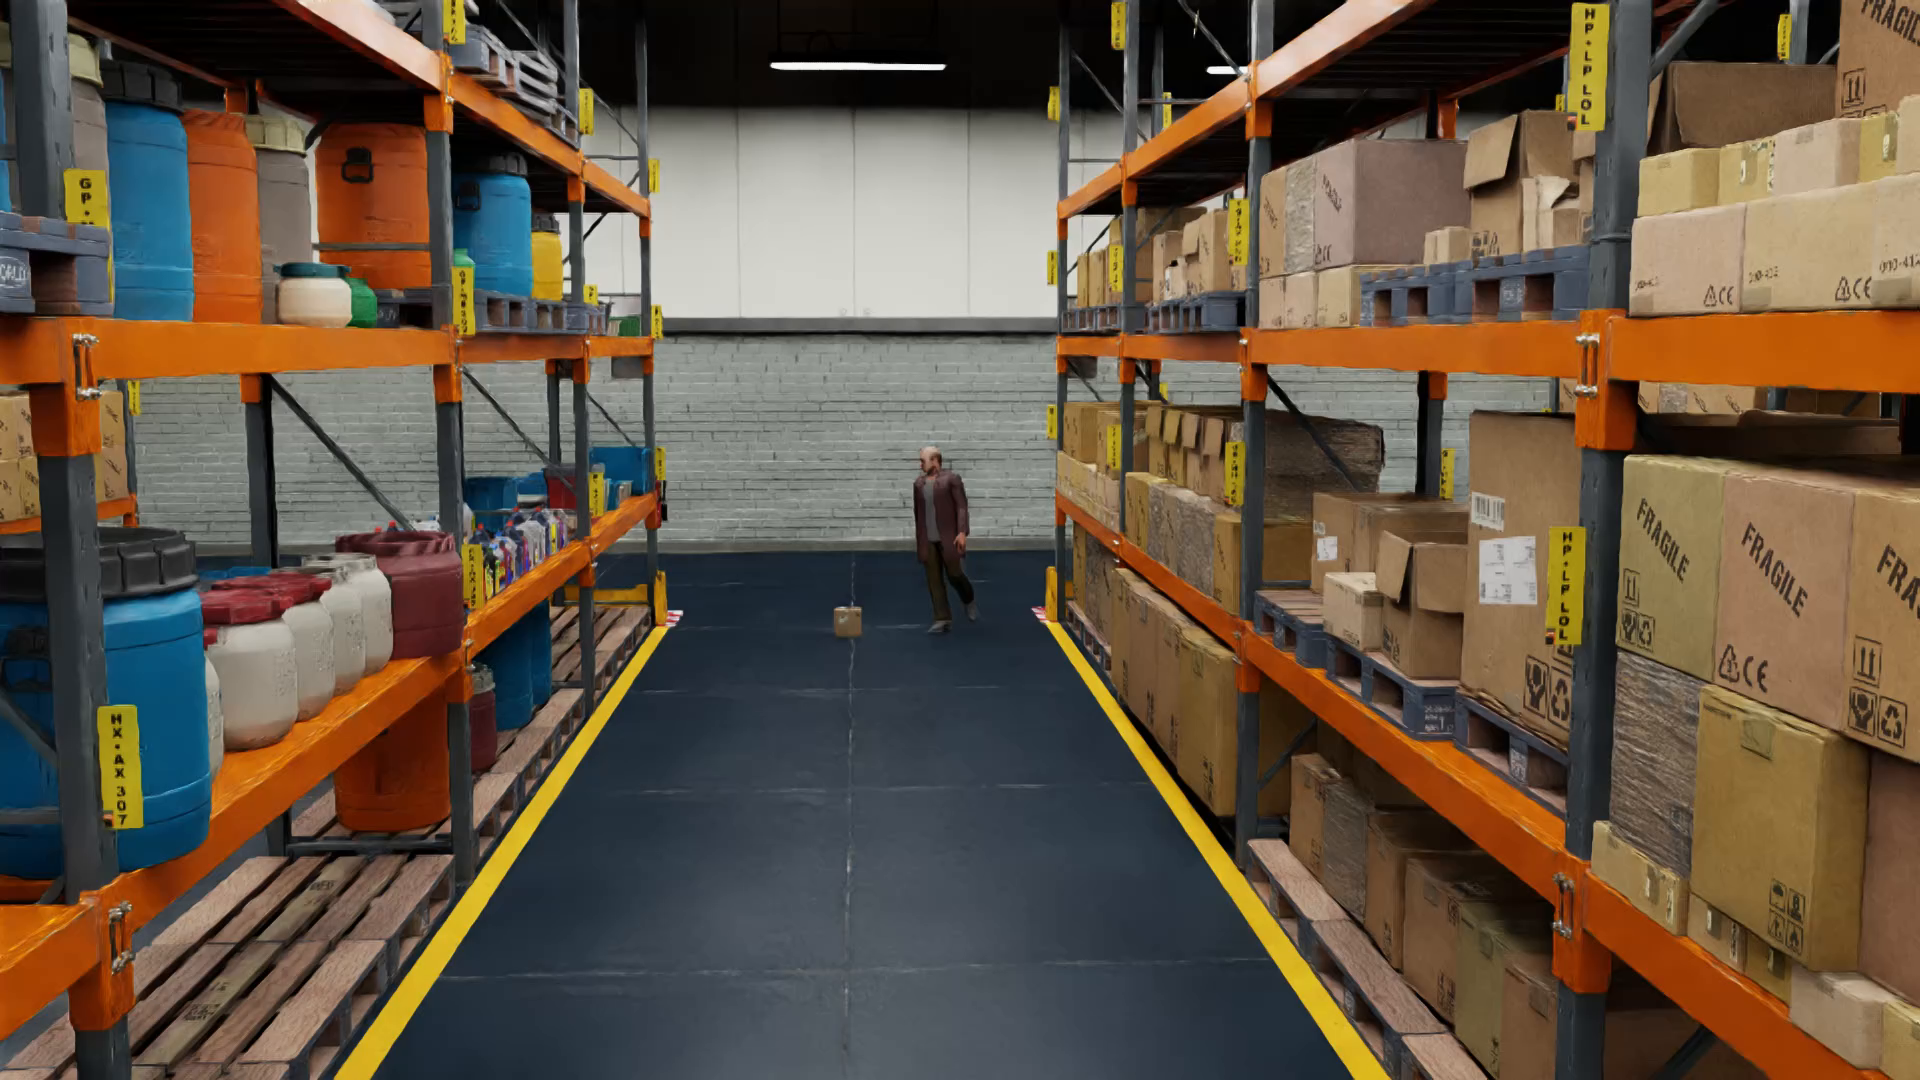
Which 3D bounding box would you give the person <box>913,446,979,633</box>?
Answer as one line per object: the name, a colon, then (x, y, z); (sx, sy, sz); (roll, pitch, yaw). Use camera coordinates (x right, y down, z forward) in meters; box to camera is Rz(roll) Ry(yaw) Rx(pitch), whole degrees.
person: (-0.162, -0.025, 15.941); (0.648, 1.755, 0.801); (3, 7, 25)
